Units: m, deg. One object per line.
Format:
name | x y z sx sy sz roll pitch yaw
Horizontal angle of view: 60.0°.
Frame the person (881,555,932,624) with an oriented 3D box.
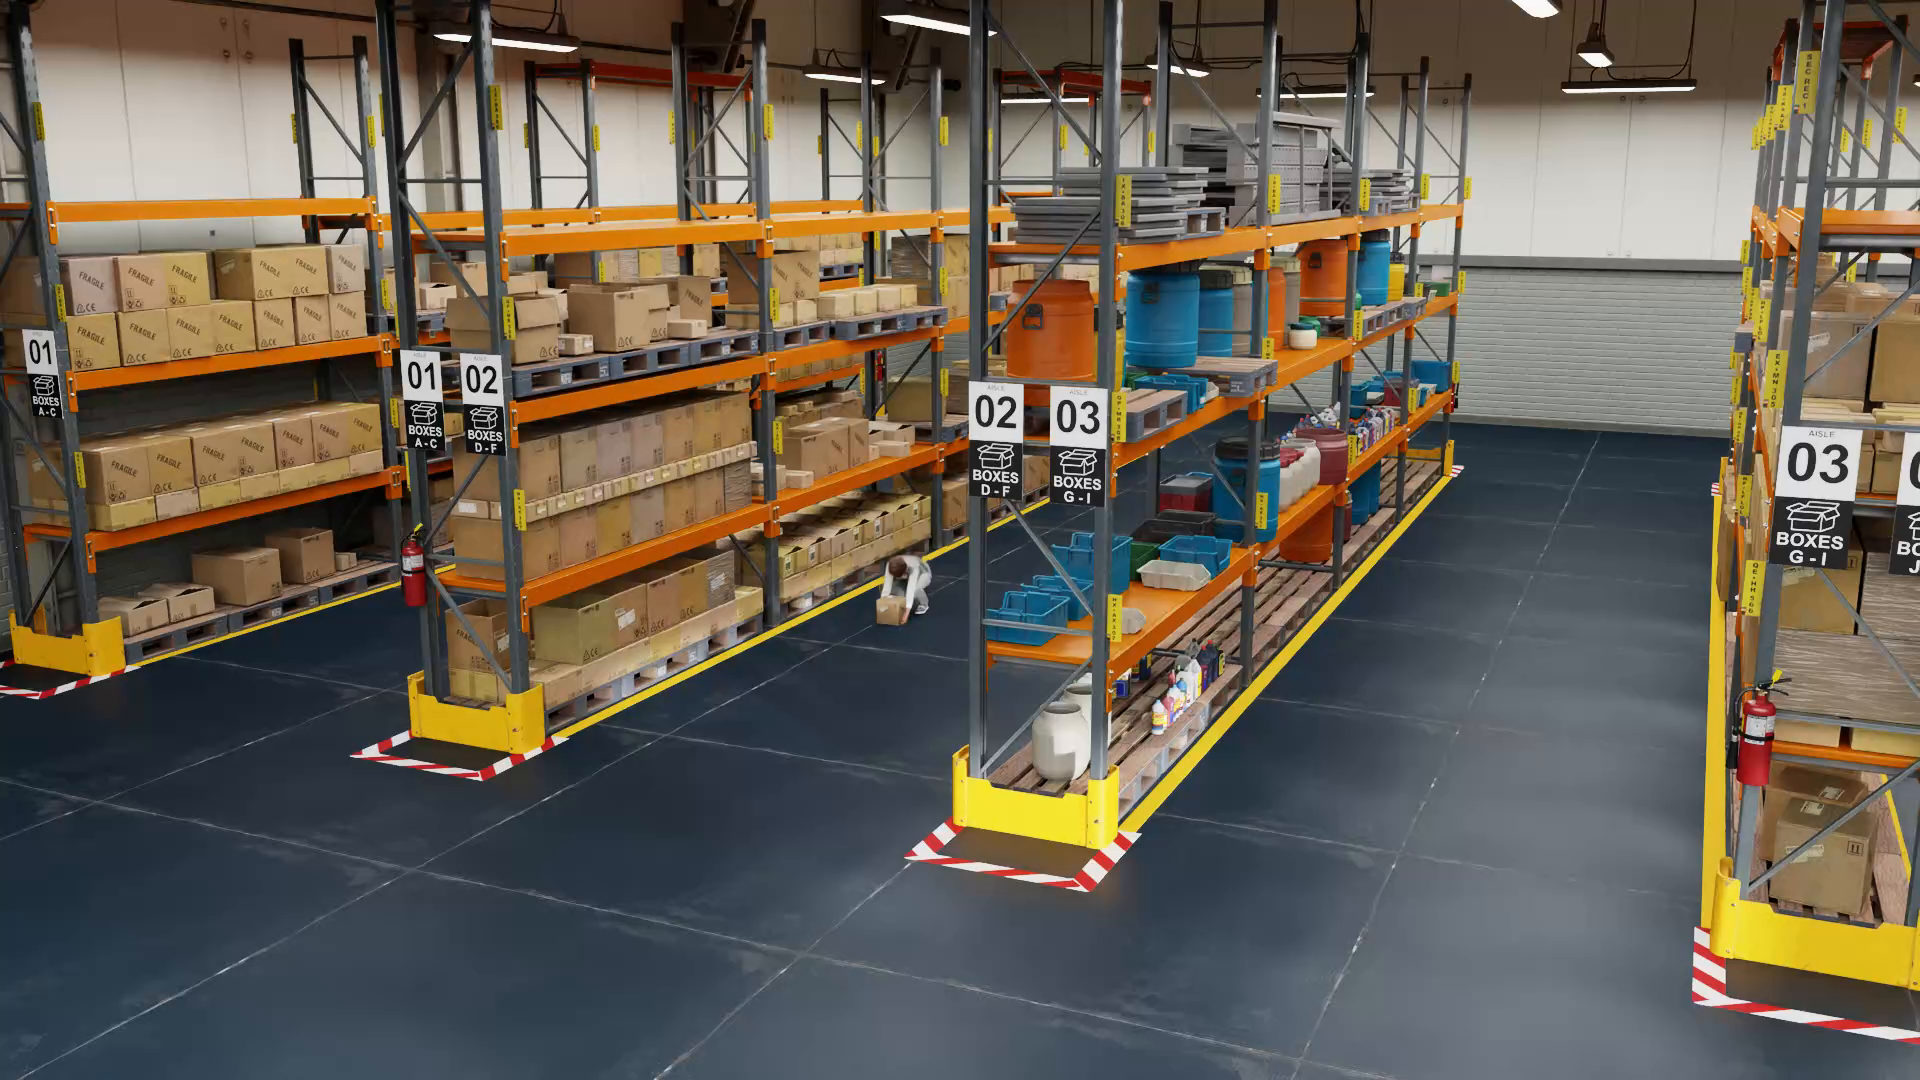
person | -0.568 0.485 17.553 0.432 0.762 0.835 6 14 24
